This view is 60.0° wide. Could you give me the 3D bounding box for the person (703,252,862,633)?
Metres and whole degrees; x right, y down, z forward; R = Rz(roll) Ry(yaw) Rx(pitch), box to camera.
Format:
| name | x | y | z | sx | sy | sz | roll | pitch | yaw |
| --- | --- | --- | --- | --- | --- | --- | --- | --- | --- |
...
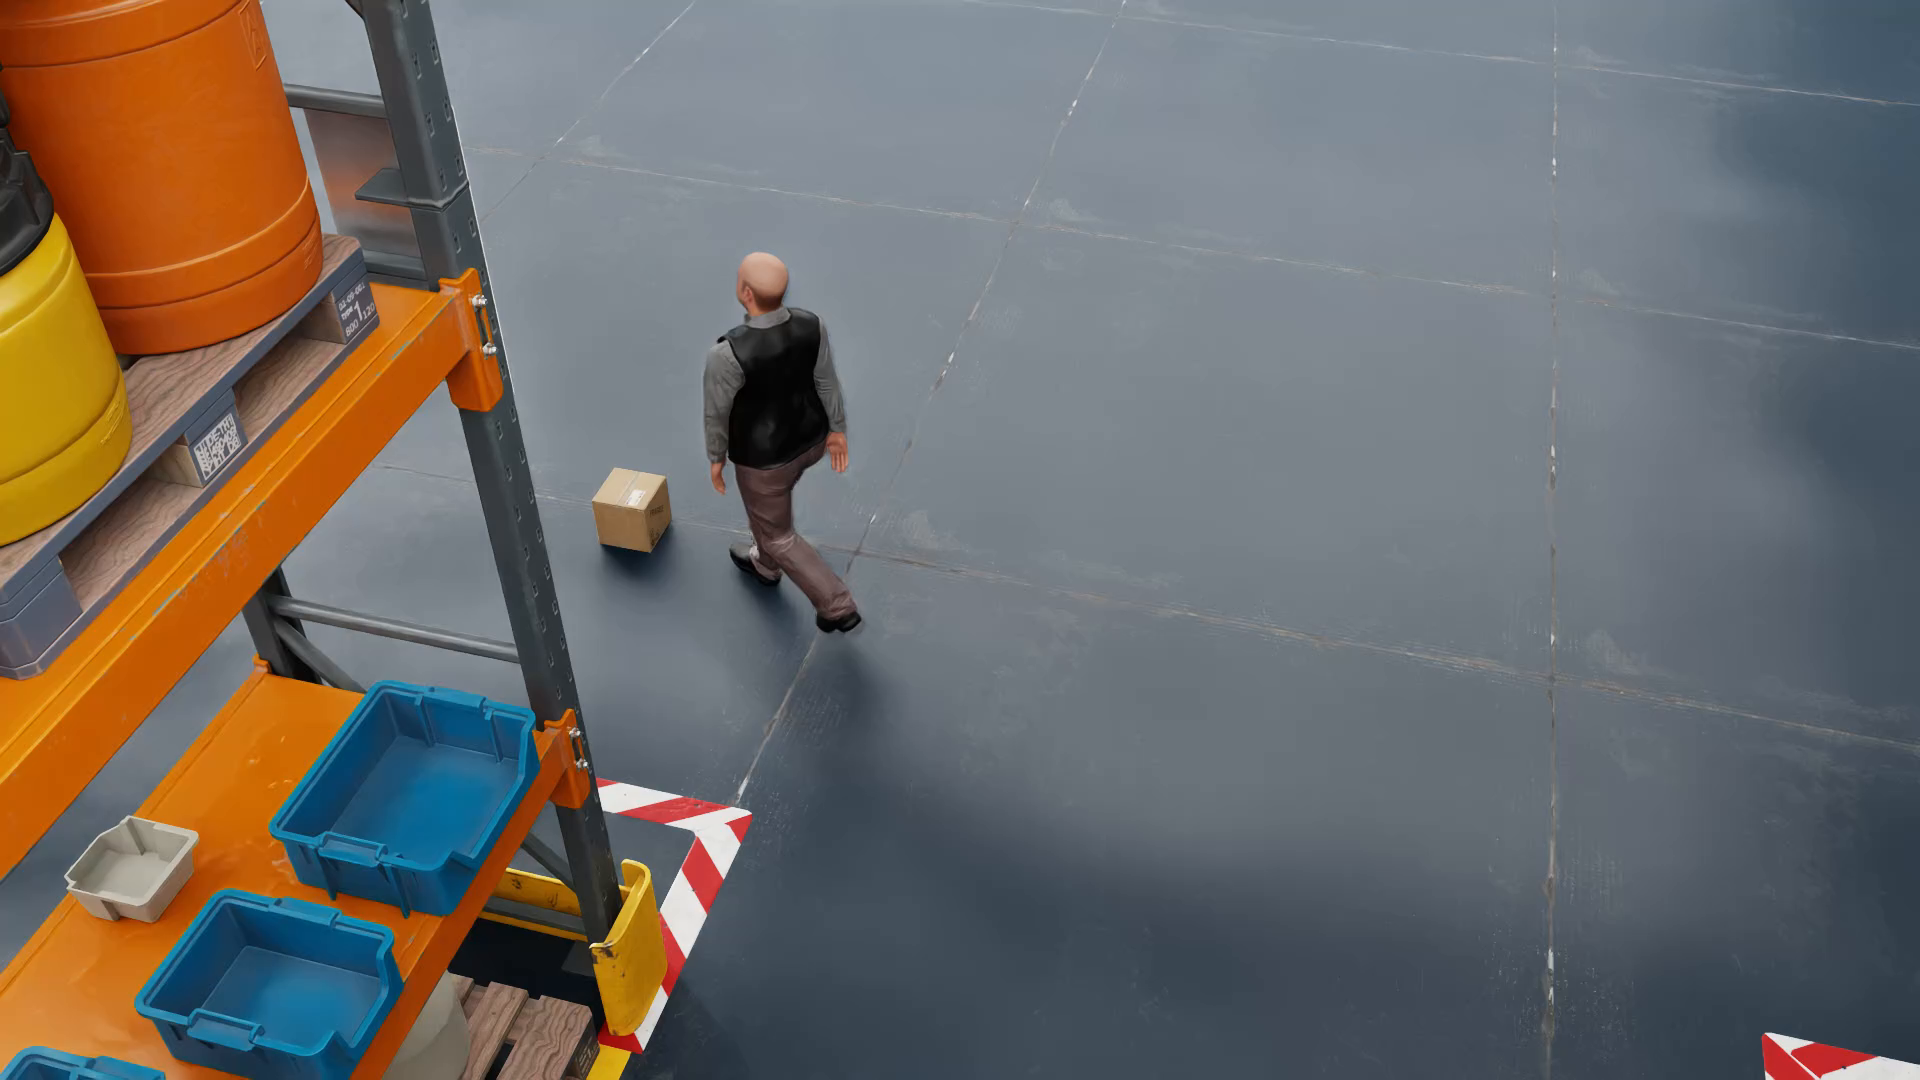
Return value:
| name | x | y | z | sx | sy | sz | roll | pitch | yaw |
| --- | --- | --- | --- | --- | --- | --- | --- | --- | --- |
| person | -0.719 | -0.356 | 6.600 | 0.891 | 1.694 | 0.554 | 32 | 50 | 32 |
